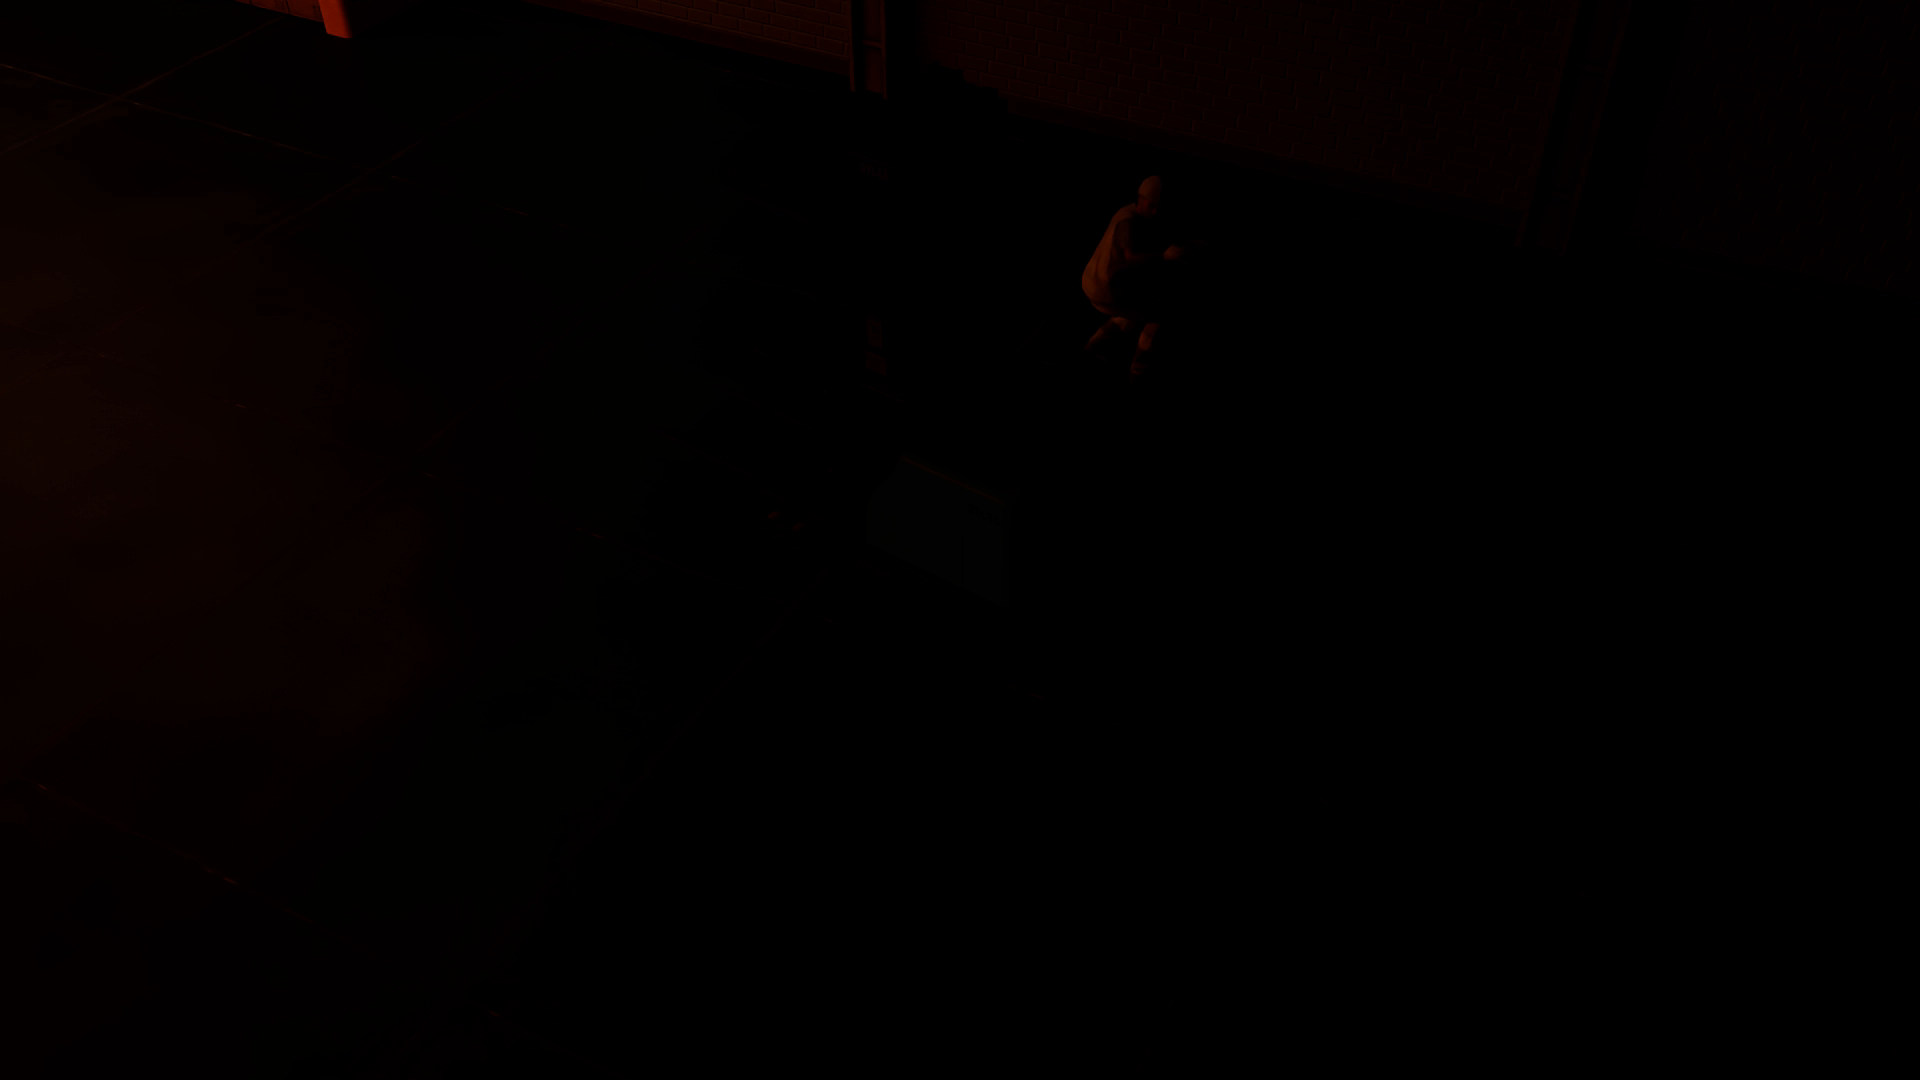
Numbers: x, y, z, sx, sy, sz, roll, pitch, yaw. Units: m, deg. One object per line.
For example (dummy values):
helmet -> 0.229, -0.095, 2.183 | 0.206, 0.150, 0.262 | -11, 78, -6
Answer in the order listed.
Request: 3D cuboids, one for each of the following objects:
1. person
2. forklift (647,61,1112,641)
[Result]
person -> 1.318, -1.738, 11.173 | 0.979, 1.482, 0.796 | -6, 40, -7
forklift -> -0.615, -1.306, 9.537 | 3.031, 2.935, 1.130 | 25, 46, 27
